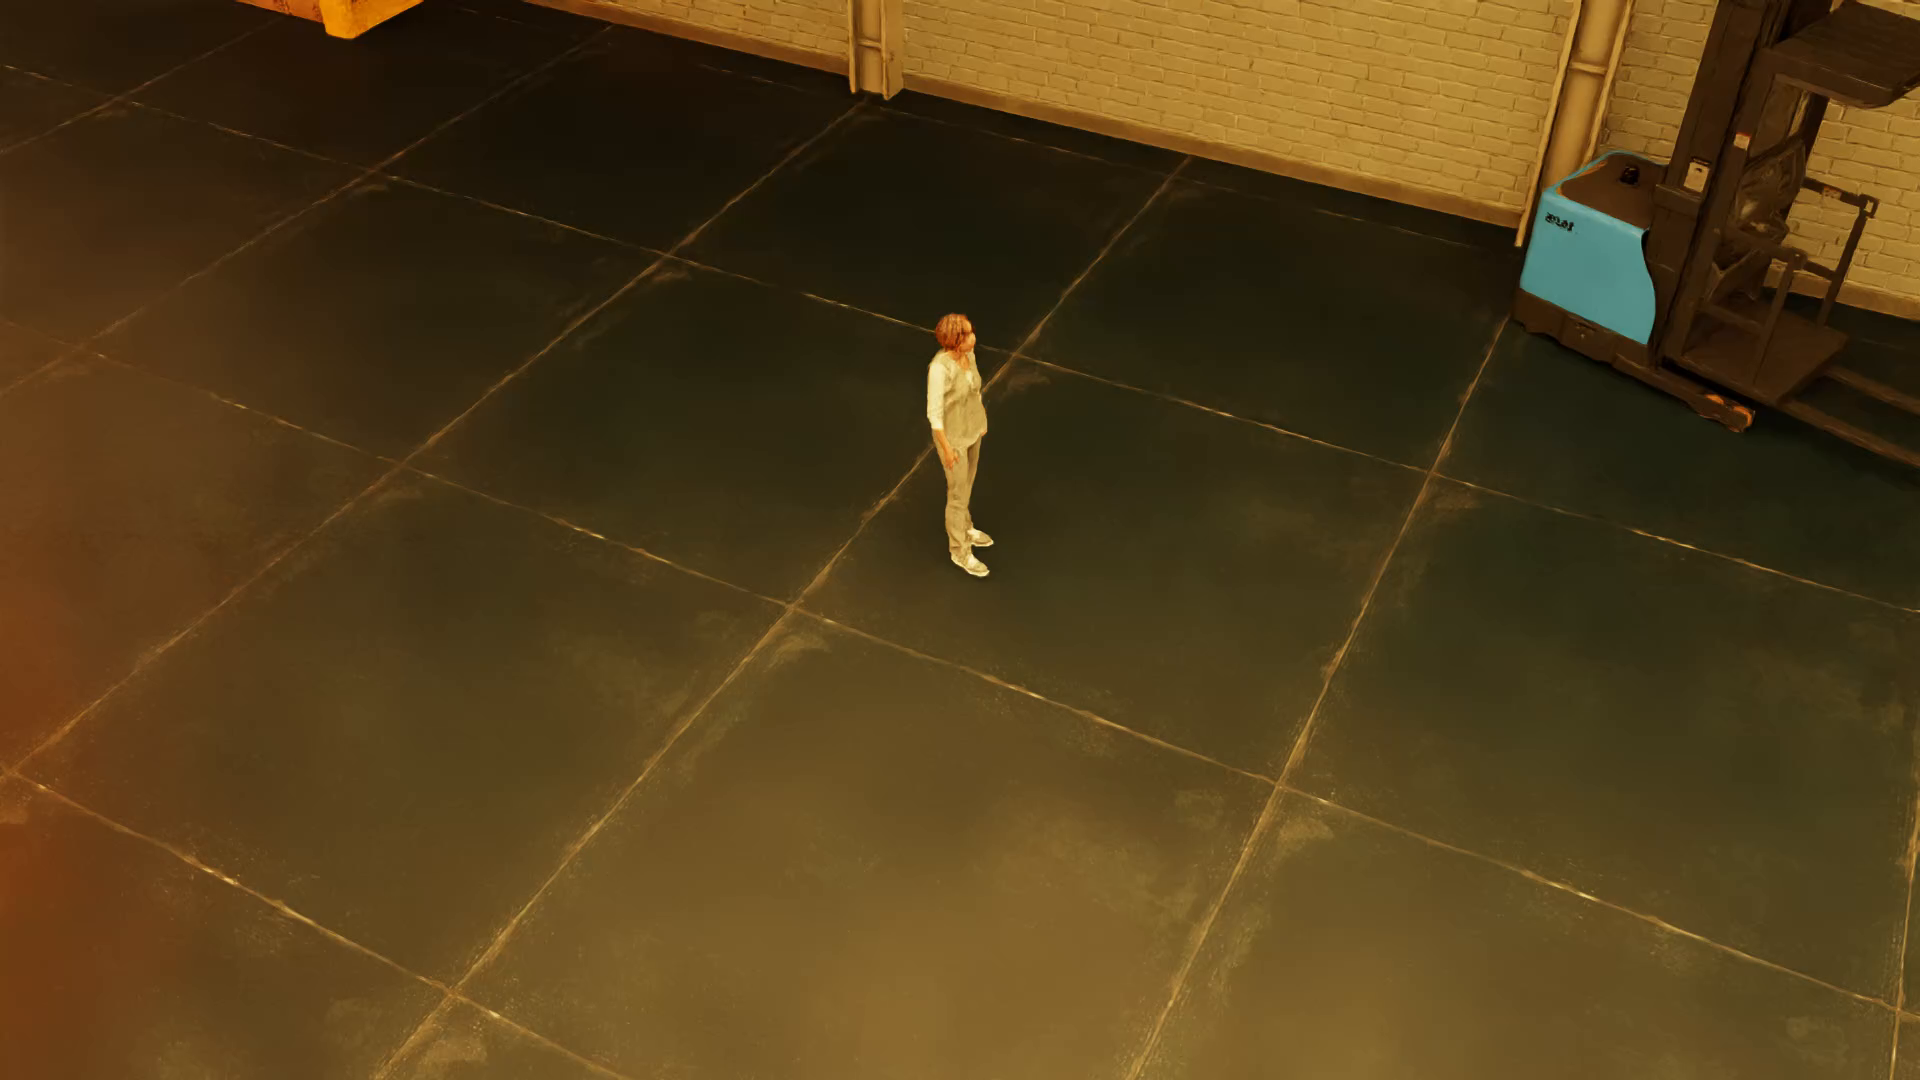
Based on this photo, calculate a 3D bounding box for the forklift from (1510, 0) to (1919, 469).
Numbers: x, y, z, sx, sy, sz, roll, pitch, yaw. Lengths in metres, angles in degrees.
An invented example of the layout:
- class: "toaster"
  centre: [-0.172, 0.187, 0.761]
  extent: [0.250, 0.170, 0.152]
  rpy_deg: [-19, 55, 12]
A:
- class: "forklift"
  centre: [5.368, -2.220, 10.622]
  extent: [1.130, 2.935, 3.031]
  rpy_deg: [-31, 49, -31]

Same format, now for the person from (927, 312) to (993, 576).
- class: "person"
  centre: [0.059, -0.586, 9.707]
  extent: [0.474, 1.597, 0.521]
  rpy_deg: [18, 43, 21]
